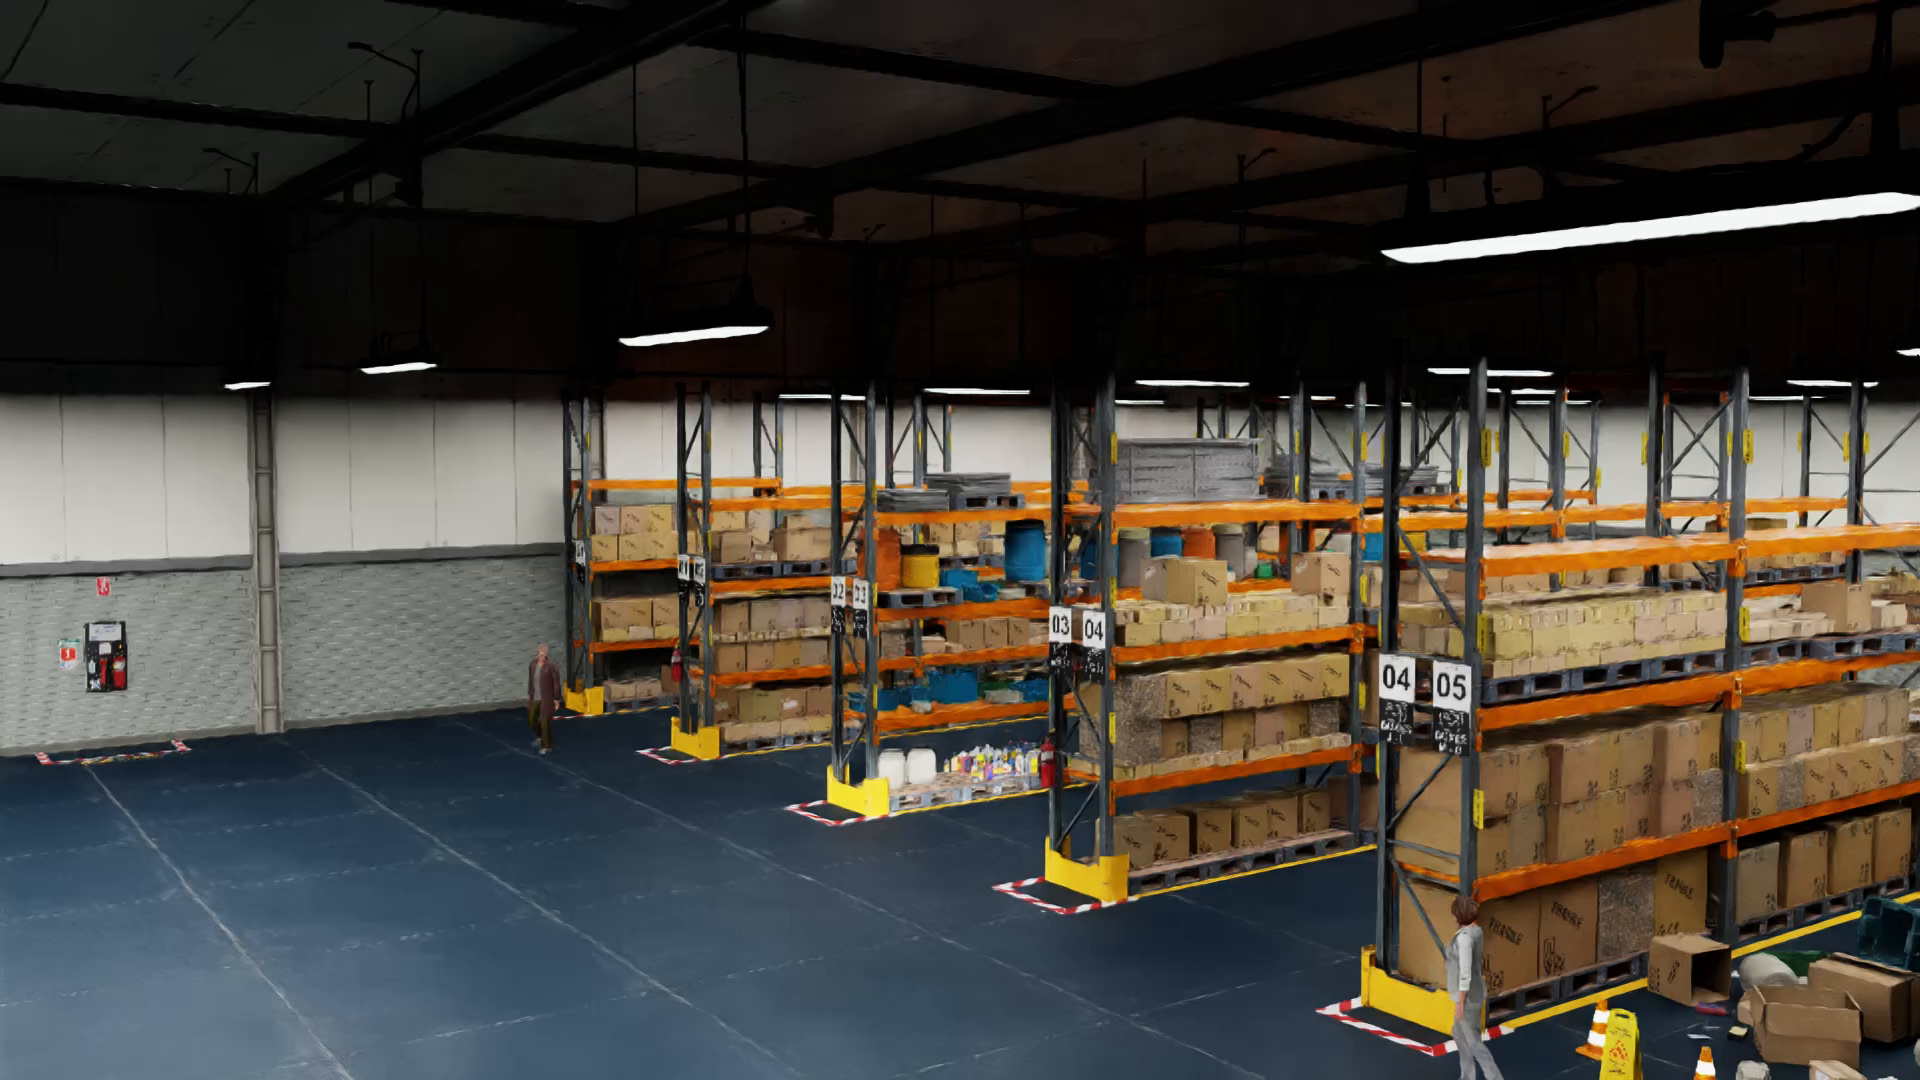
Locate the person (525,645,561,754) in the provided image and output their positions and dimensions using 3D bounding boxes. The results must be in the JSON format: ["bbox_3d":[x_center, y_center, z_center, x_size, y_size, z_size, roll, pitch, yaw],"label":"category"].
[{"bbox_3d":[-6.712,2.555,26.922,0.627,1.772,0.576,1,4,20],"label":"person"}]

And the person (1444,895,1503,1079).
[{"bbox_3d":[3.992,3.552,12.853,0.491,1.589,0.516,2,4,27],"label":"person"}]
